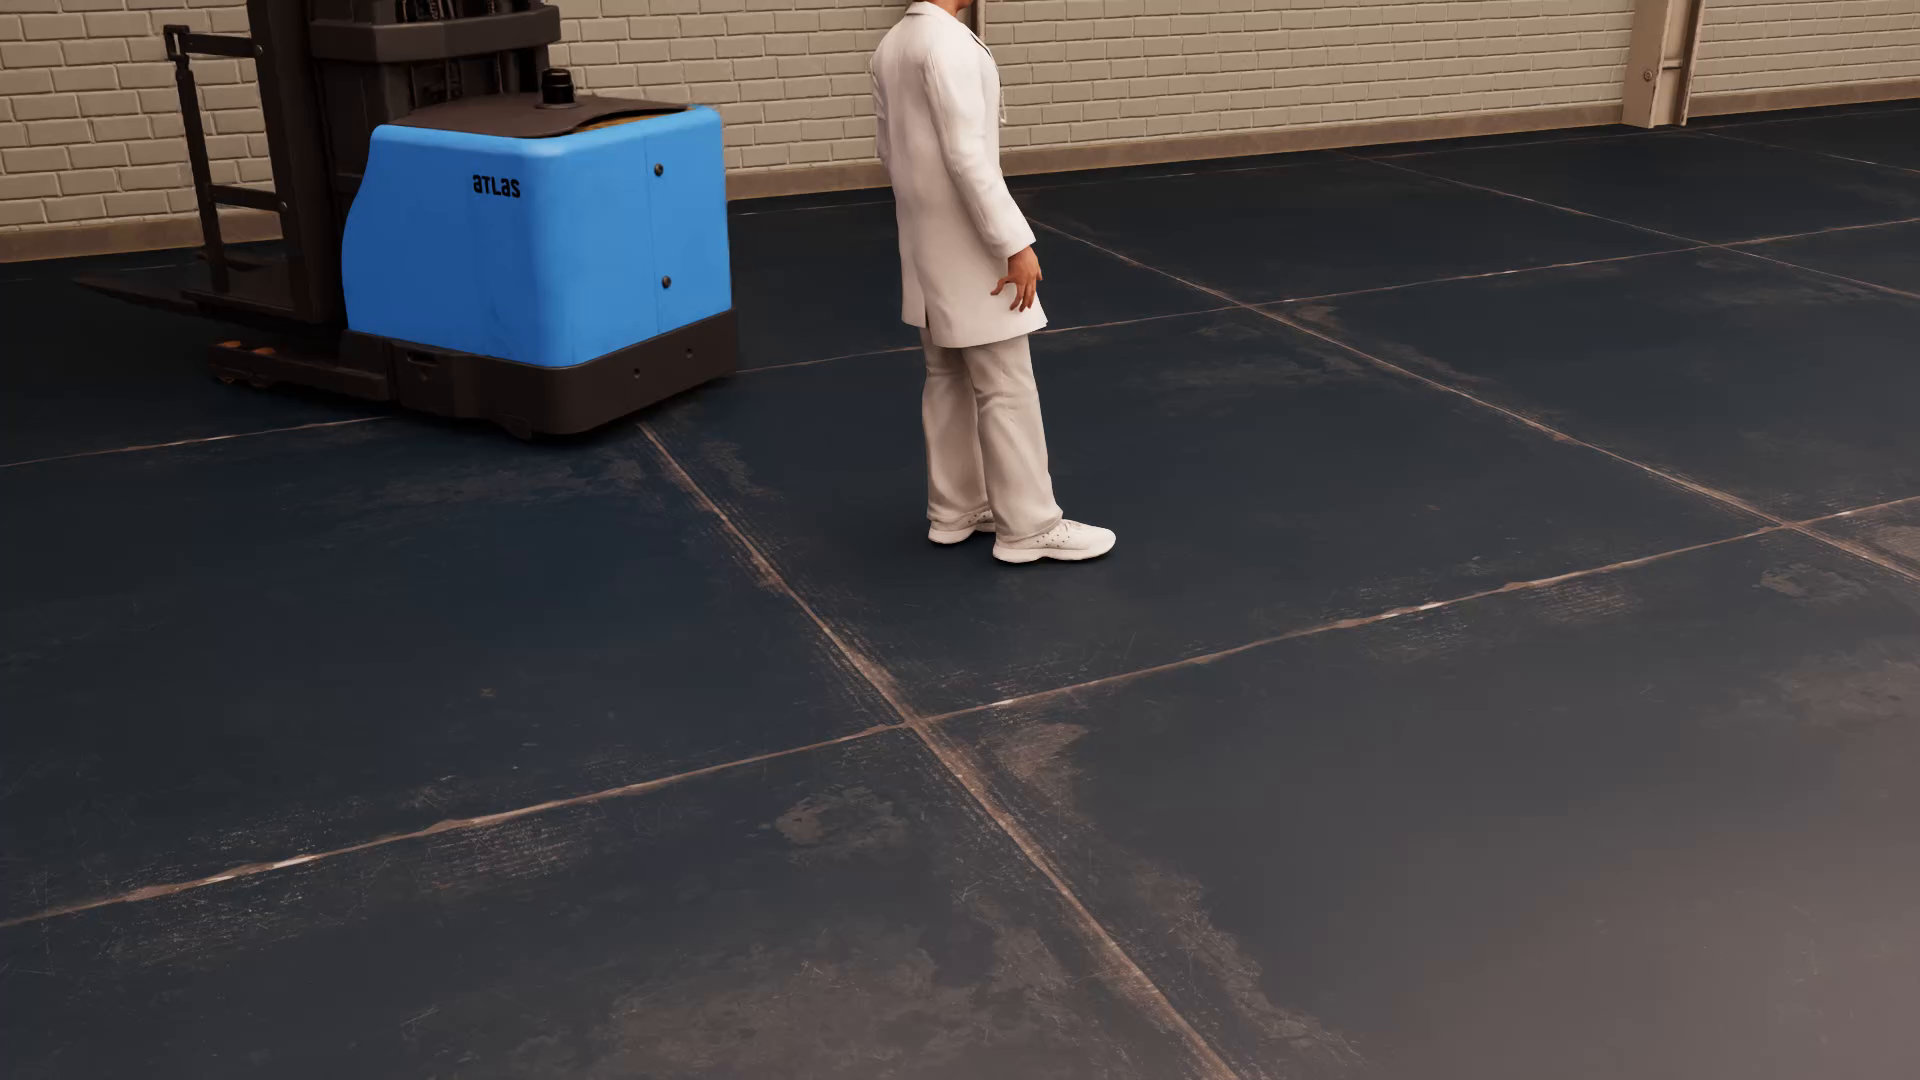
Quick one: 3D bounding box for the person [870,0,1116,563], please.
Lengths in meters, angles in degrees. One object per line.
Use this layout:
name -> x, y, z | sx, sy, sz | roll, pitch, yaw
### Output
person -> 0.084, -0.841, 4.794 | 0.581, 1.776, 0.696 | -10, 25, -23

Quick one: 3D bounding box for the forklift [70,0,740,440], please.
forklift -> -2.407, -2.103, 6.348 | 3.031, 2.935, 1.130 | 12, 26, 27
